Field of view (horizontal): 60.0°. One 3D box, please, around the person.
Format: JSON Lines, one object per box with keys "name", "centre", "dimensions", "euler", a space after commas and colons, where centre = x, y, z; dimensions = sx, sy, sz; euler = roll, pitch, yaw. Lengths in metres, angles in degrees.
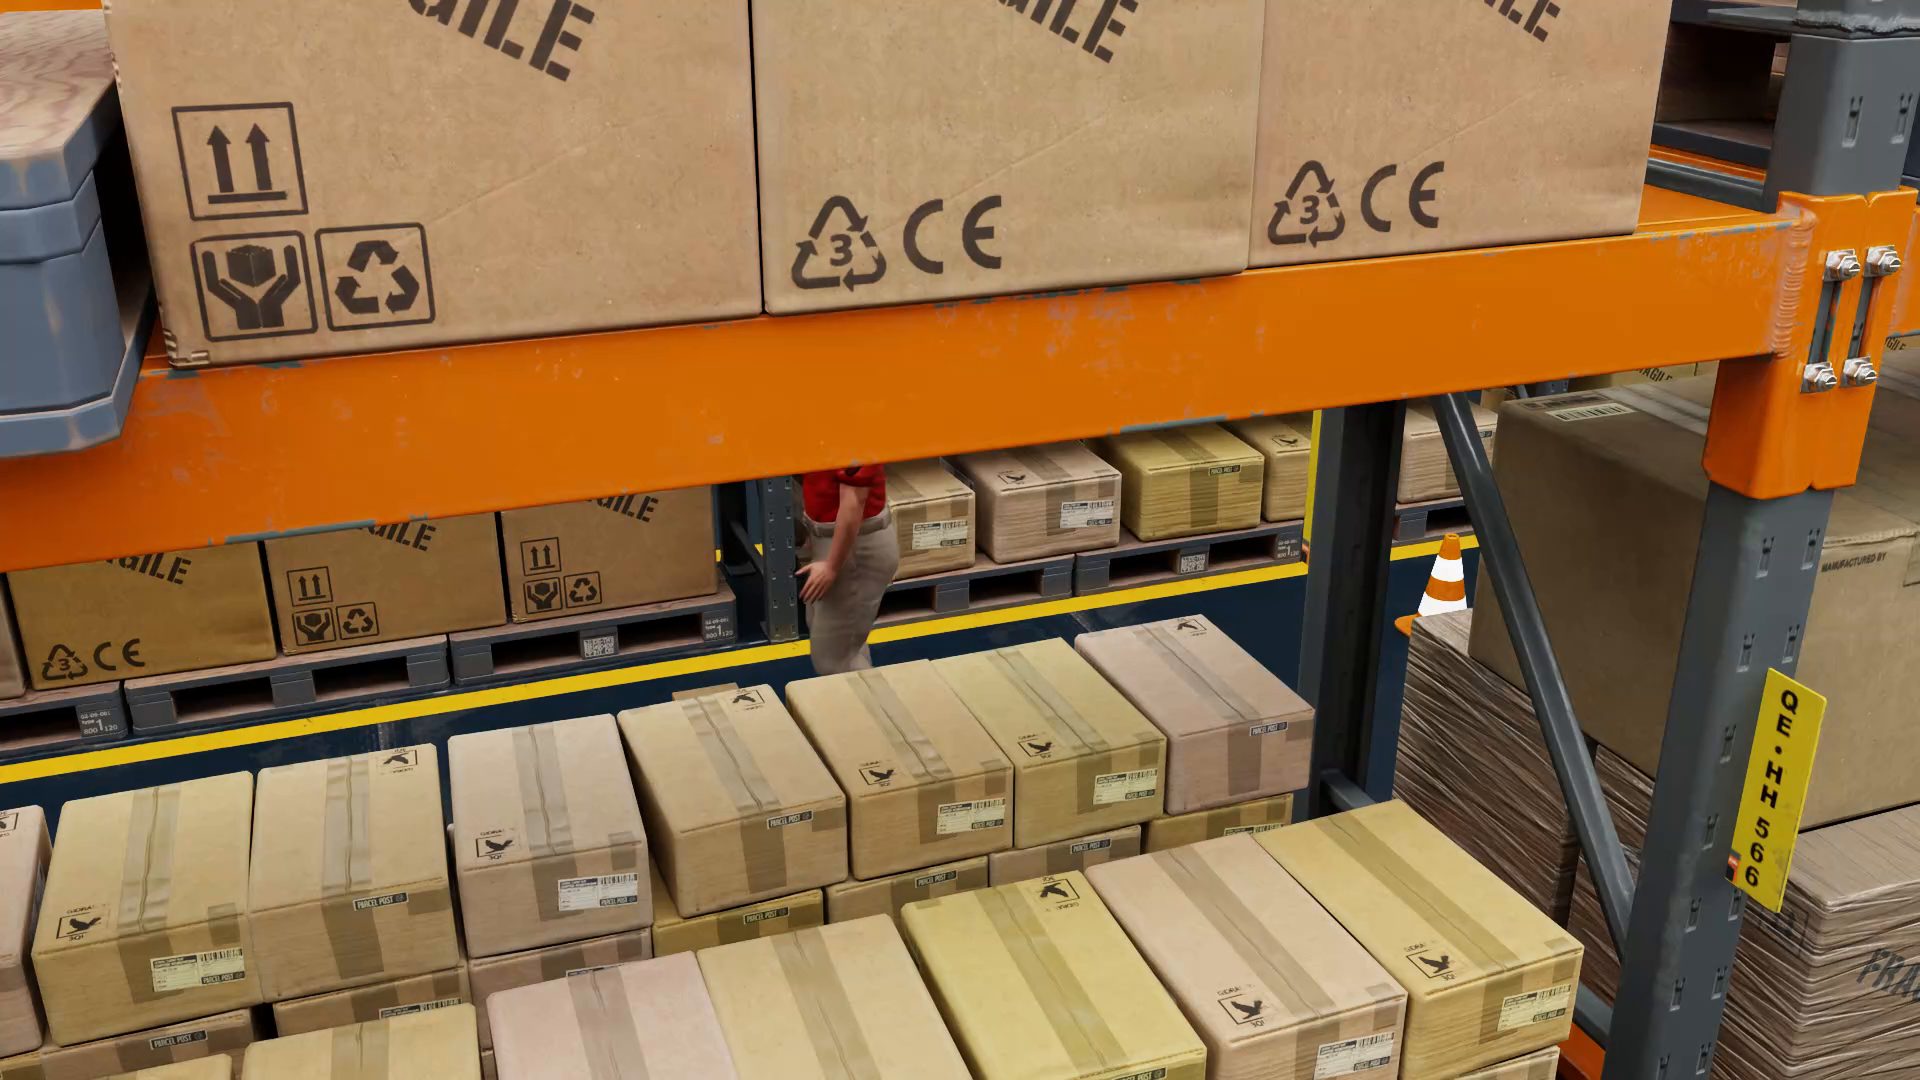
{"name": "person", "centre": [-0.421, 0.057, 6.075], "dimensions": [0.447, 1.667, 0.561], "euler": [-3, 23, -7]}
